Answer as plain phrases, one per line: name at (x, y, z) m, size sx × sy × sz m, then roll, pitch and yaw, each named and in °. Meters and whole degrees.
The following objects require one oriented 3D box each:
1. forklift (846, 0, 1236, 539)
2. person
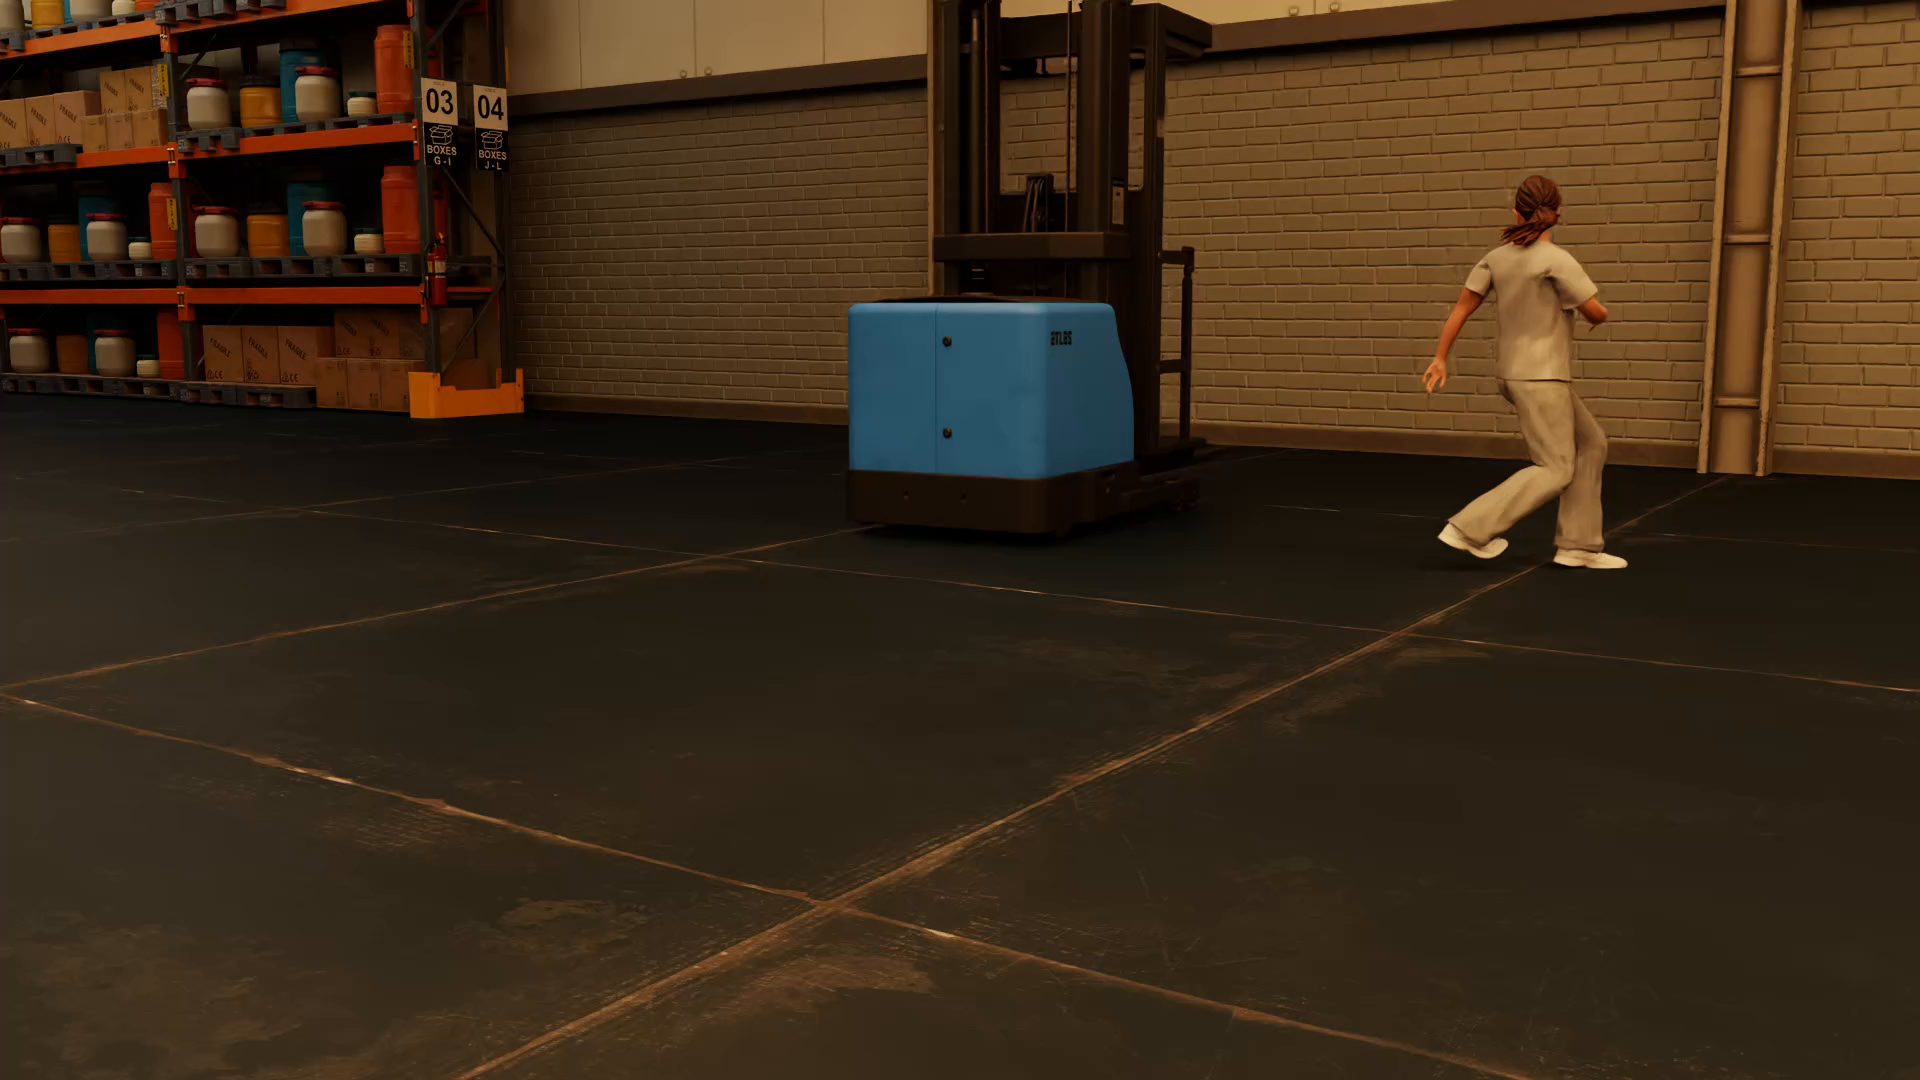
forklift at (0.623, -1.624, 8.612) m, size 1.130 × 2.935 × 3.031 m, roll 4°, pitch 9°, yaw 29°
person at (2.334, -0.662, 6.729) m, size 0.817 × 1.589 × 0.485 m, roll 0°, pitch 8°, yaw -3°
